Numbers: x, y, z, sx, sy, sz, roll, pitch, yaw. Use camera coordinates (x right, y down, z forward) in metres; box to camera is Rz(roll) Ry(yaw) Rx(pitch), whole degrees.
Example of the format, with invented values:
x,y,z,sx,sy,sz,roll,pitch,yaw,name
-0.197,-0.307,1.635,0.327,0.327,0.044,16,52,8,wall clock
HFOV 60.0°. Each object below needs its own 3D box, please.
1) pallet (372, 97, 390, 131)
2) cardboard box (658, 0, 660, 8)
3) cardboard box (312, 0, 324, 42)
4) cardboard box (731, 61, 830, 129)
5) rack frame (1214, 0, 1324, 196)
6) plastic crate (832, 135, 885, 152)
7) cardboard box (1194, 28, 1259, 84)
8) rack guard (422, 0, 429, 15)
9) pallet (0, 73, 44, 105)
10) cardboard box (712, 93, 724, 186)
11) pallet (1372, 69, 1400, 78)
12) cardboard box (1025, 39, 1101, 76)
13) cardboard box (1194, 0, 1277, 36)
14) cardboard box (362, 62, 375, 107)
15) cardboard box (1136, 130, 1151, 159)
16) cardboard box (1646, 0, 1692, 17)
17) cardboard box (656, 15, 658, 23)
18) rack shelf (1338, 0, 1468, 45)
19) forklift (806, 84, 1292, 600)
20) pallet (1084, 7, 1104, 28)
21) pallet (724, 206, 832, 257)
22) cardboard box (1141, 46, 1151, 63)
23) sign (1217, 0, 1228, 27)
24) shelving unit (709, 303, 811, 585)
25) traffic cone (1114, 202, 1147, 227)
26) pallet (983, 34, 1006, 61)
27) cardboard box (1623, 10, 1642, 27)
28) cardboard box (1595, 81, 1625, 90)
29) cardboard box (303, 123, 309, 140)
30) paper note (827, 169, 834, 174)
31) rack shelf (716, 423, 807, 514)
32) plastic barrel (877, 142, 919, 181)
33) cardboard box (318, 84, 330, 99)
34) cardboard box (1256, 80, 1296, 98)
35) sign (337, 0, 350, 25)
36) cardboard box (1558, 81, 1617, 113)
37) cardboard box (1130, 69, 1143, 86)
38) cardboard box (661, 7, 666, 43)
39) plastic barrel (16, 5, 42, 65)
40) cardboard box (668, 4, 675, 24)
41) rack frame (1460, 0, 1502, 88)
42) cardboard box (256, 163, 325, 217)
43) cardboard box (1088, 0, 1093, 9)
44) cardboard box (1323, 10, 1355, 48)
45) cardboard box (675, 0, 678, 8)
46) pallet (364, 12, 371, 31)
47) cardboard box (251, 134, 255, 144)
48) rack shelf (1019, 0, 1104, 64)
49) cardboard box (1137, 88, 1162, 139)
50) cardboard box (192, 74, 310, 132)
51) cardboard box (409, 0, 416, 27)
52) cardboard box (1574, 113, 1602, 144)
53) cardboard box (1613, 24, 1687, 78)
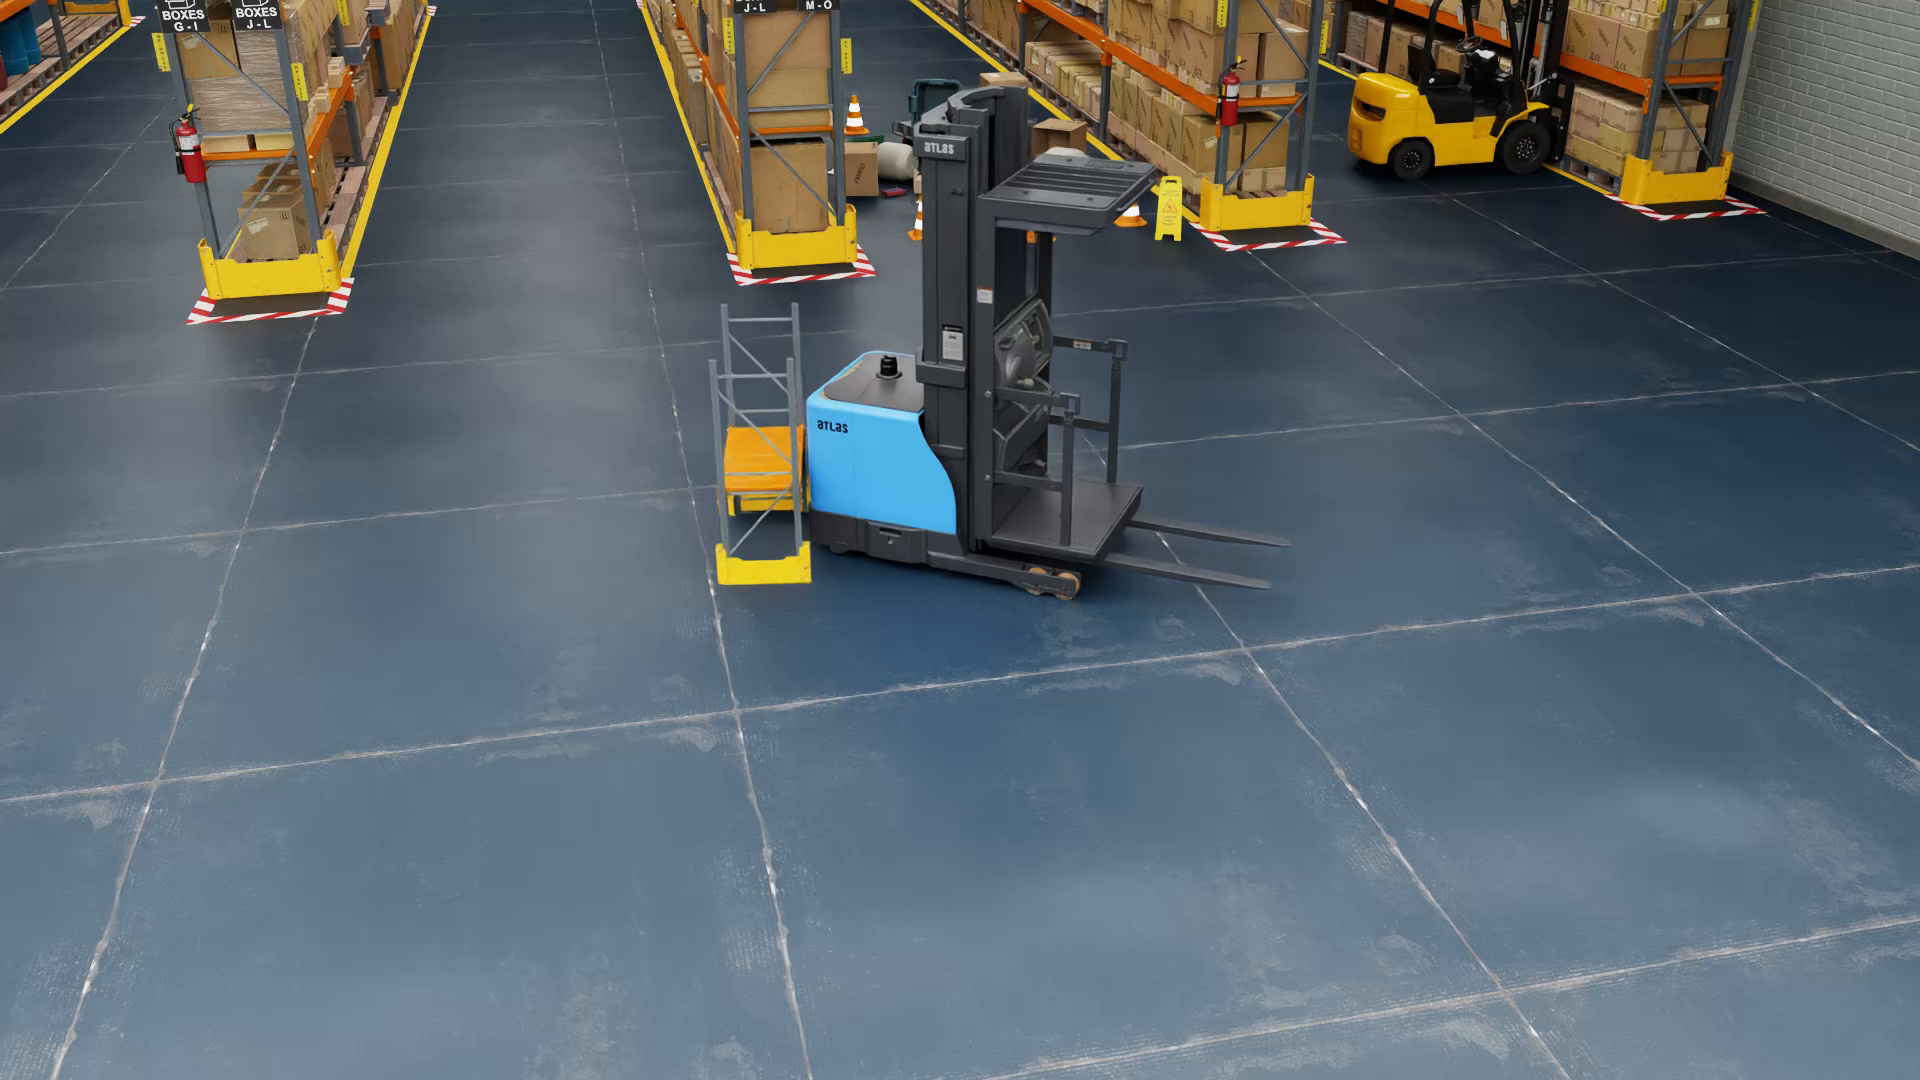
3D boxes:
x,y,z,sx,sy,sz,roll,pitch,yaw,name
-8.112,-5.609,21.976,1.003,0.211,1.213,-6,27,-12,pallet
-4.763,-8.831,27.302,0.380,0.149,0.250,-6,27,-11,cardboard box
-6.680,-5.237,16.592,0.500,0.500,0.500,-6,27,-12,cardboard box
-1.756,-4.370,16.259,0.875,0.550,0.550,-6,27,-12,cardboard box
3.172,-4.692,17.063,1.000,3.000,0.127,-6,27,-12,rack frame
-1.214,-4.728,20.191,0.450,0.188,0.662,-2,25,20,plastic crate
2.781,-5.080,17.390,0.500,0.500,0.500,-6,27,-13,cardboard box
-10.095,-9.604,29.570,1.175,0.500,0.348,-6,27,-12,rack guard
-13.602,-6.326,23.396,1.003,0.211,1.213,-6,27,-12,pallet
-2.249,-4.461,18.498,0.875,0.875,0.875,-6,27,-11,cardboard box
6.623,-6.565,23.868,1.003,0.211,1.213,-6,27,-12,pallet
1.486,-6.969,24.025,0.950,0.372,0.625,-8,28,-15,cardboard box
2.844,-5.518,17.149,0.700,0.500,0.500,-7,28,-13,cardboard box
-8.116,-5.986,21.913,0.700,0.500,0.500,-7,28,-14,cardboard box
2.394,-4.656,19.577,0.500,0.250,0.500,-6,27,-12,cardboard box
7.721,-5.800,18.098,0.380,0.149,0.250,-6,27,-11,cardboard box
-4.852,-8.697,27.696,0.380,0.149,0.250,-7,28,-13,cardboard box
6.655,-7.510,23.446,1.077,0.370,4.000,-6,27,-12,rack shelf
0.580,-1.206,10.233,3.031,2.935,1.130,10,28,19,forklift
2.240,-6.712,21.279,1.003,0.211,1.213,-6,27,-12,pallet
-1.885,-3.243,17.287,1.003,0.211,1.213,-6,27,-12,pallet
2.308,-5.602,19.146,0.380,0.149,0.250,-6,27,-11,cardboard box
2.626,-5.302,16.637,0.100,0.325,0.005,-6,27,-12,sign
-1.273,-0.638,10.695,0.587,1.500,1.083,-2,27,-3,shelving unit
1.818,-3.617,17.749,0.336,0.463,0.334,-6,27,-12,traffic cone
0.993,-7.847,26.409,1.003,0.211,1.213,-6,27,-12,pallet
7.569,-5.765,18.358,0.380,0.149,0.250,-6,27,-11,cardboard box
7.865,-5.274,19.692,0.500,0.250,0.500,-6,27,-12,cardboard box
-6.353,-3.834,15.643,0.380,0.149,0.250,-6,27,-12,cardboard box
-1.496,-4.372,19.725,0.142,0.020,0.147,19,32,32,paper note
-1.272,-0.473,10.768,0.538,0.185,1.000,-2,27,-3,rack shelf
-0.780,-4.408,19.361,0.512,0.421,0.421,13,30,24,plastic barrel
-6.726,-4.605,17.170,0.380,0.149,0.250,-6,27,-12,cardboard box
3.297,-4.750,17.457,0.380,0.149,0.250,-6,27,-11,cardboard box
-6.858,-5.886,18.469,0.100,0.325,0.005,-6,27,-12,sign
7.355,-5.218,19.582,0.500,0.250,0.500,-6,27,-11,cardboard box
2.227,-5.459,19.617,0.380,0.149,0.250,-5,27,-10,cardboard box
-4.424,-8.133,26.189,0.500,0.500,0.500,-5,27,-10,cardboard box
-13.907,-7.461,24.412,0.600,0.901,0.708,-6,27,-12,plastic barrel
-4.064,-7.782,24.661,0.500,0.250,0.500,-5,27,-10,cardboard box
7.105,-6.954,21.544,1.000,3.000,0.127,-6,27,-12,rack frame
-6.899,-3.569,17.146,0.500,0.500,0.500,-3,27,-7,cardboard box
1.843,-6.839,21.129,0.380,0.149,0.250,-7,28,-13,cardboard box
5.899,-7.945,25.816,0.500,0.500,0.500,-5,27,-10,cardboard box
-3.593,-7.477,22.470,0.500,0.500,0.500,-6,27,-11,cardboard box
-7.800,-6.247,20.357,1.003,0.211,1.213,-6,27,-12,pallet
-6.804,-3.787,15.550,0.380,0.149,0.250,-6,27,-12,cardboard box
1.819,-7.005,22.444,1.077,0.370,4.000,-6,27,-12,rack shelf
2.387,-4.995,19.416,0.500,0.500,0.500,-5,27,-9,cardboard box
-6.581,-4.107,15.464,0.875,0.500,0.500,-6,27,-12,cardboard box
-9.461,-8.885,27.264,0.875,0.875,0.875,-6,27,-12,cardboard box
7.490,-4.784,19.276,0.500,0.250,0.500,-6,27,-12,cardboard box
7.640,-5.431,18.418,0.500,0.500,0.500,-7,28,-13,cardboard box
